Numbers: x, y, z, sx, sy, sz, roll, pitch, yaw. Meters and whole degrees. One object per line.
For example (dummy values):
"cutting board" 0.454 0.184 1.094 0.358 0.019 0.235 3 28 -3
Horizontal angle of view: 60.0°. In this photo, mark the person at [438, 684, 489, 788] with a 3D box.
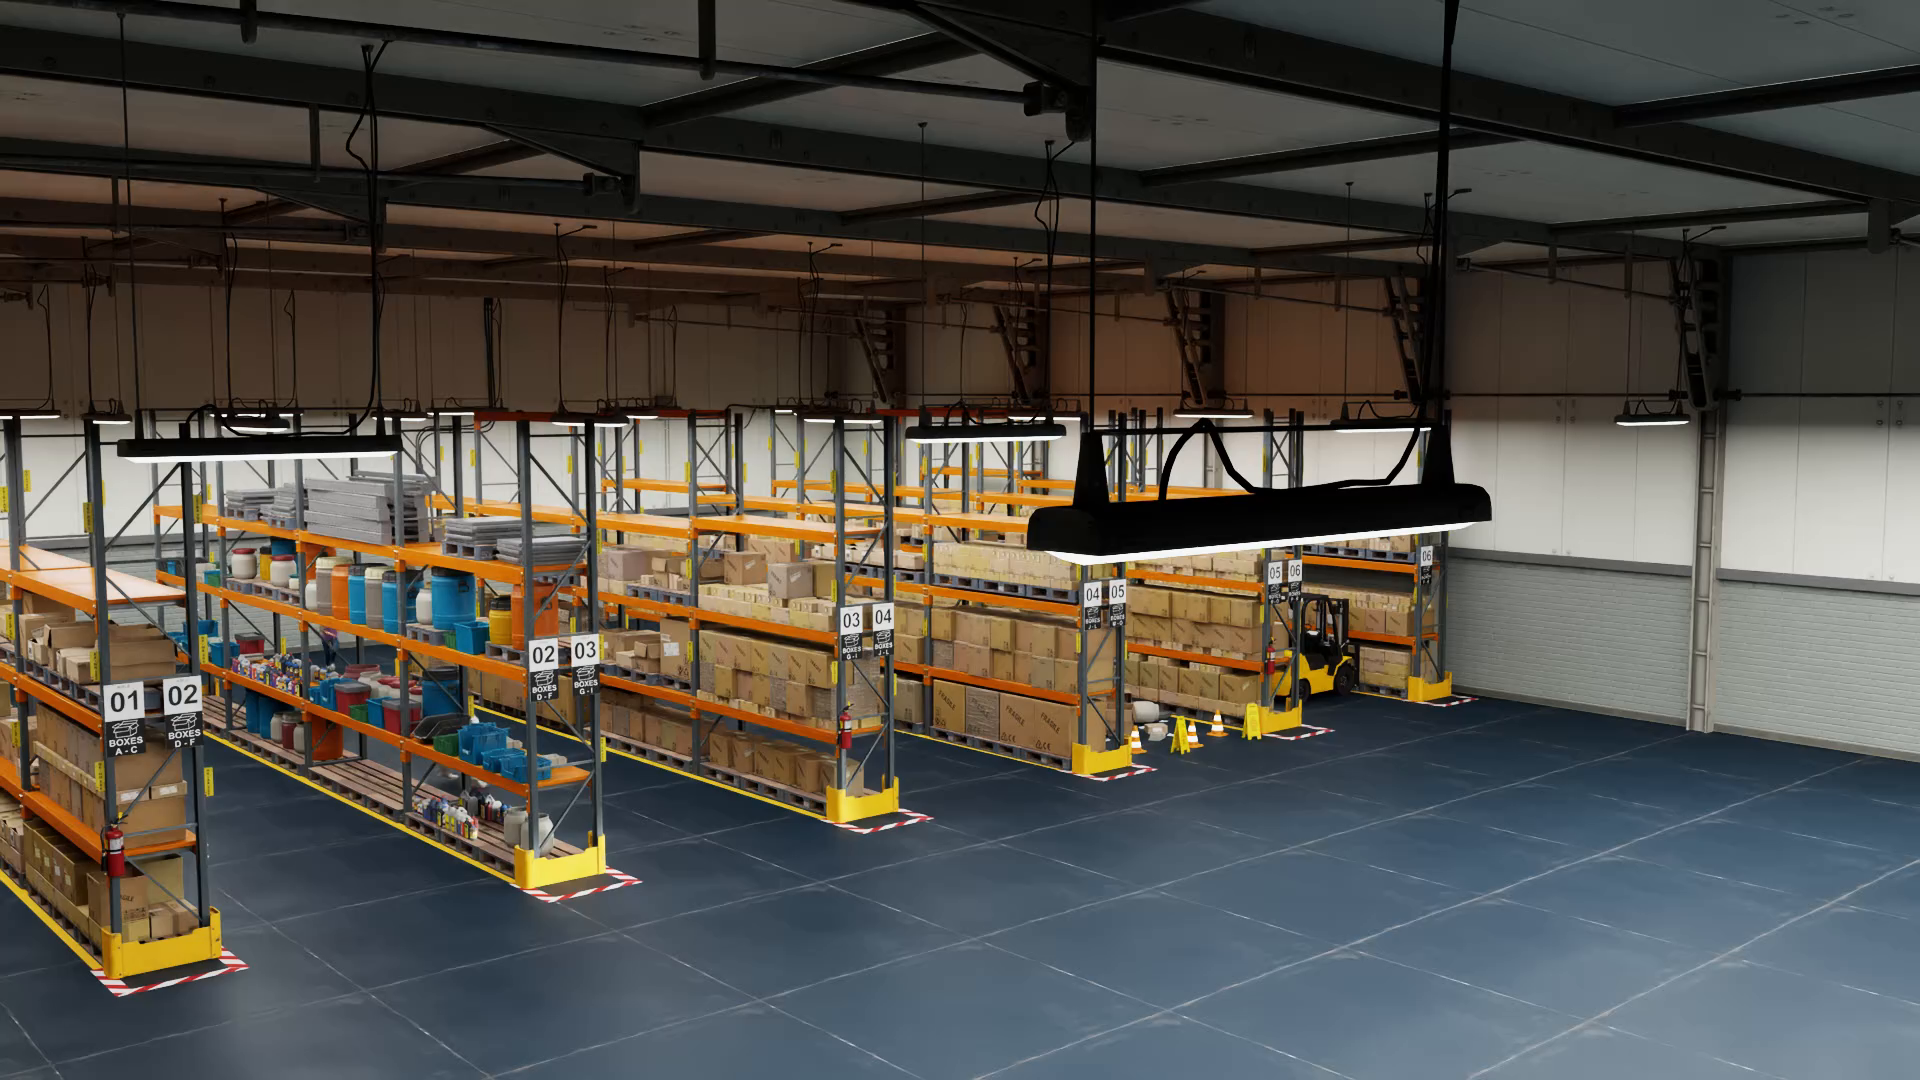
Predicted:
"person" -7.998 3.097 26.782 1.198 1.713 0.676 2 5 24

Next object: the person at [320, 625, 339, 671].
"person" -14.343 2.235 37.864 0.491 1.514 0.783 -3 6 -29
